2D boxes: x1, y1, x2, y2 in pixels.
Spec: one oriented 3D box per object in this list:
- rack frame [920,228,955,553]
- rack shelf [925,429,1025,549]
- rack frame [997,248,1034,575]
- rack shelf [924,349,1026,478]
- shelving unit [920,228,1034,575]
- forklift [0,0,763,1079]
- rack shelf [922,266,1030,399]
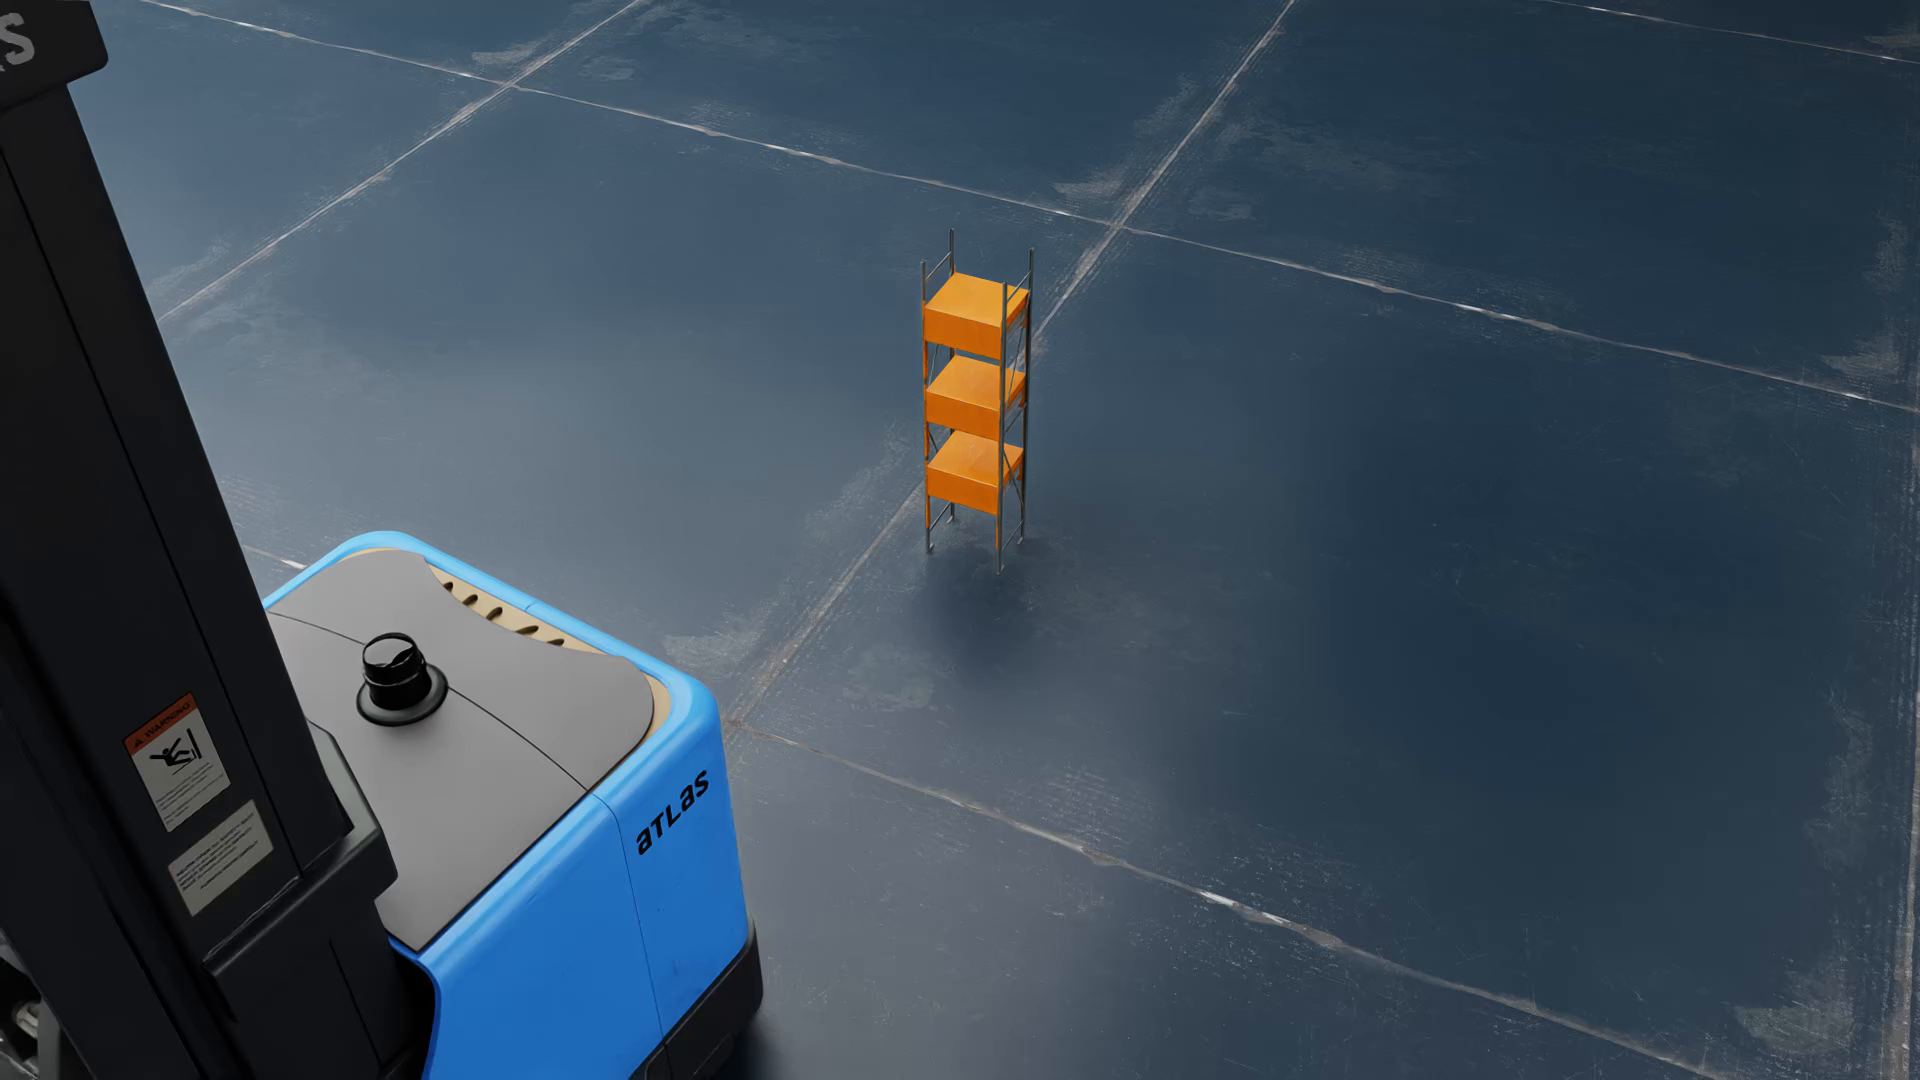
[{"bbox_3d":[-0.062,-0.416,4.928,0.008,1.050,0.200,17,44,19],"label":"rack frame"},{"bbox_3d":[0.048,-0.164,5.078,0.240,0.259,0.215,17,44,19],"label":"rack shelf"},{"bbox_3d":[0.159,-0.348,4.850,0.008,1.050,0.200,17,44,19],"label":"rack frame"},{"bbox_3d":[0.048,-0.374,4.896,0.240,0.259,0.215,17,44,19],"label":"rack shelf"},{"bbox_3d":[0.048,-0.382,4.889,0.252,1.050,0.215,17,44,19],"label":"shelving unit"},{"bbox_3d":[-1.683,0.641,2.273,1.130,2.935,3.031,23,46,24],"label":"forklift"},{"bbox_3d":[0.048,-0.588,4.710,0.240,0.259,0.215,17,44,19],"label":"rack shelf"}]
